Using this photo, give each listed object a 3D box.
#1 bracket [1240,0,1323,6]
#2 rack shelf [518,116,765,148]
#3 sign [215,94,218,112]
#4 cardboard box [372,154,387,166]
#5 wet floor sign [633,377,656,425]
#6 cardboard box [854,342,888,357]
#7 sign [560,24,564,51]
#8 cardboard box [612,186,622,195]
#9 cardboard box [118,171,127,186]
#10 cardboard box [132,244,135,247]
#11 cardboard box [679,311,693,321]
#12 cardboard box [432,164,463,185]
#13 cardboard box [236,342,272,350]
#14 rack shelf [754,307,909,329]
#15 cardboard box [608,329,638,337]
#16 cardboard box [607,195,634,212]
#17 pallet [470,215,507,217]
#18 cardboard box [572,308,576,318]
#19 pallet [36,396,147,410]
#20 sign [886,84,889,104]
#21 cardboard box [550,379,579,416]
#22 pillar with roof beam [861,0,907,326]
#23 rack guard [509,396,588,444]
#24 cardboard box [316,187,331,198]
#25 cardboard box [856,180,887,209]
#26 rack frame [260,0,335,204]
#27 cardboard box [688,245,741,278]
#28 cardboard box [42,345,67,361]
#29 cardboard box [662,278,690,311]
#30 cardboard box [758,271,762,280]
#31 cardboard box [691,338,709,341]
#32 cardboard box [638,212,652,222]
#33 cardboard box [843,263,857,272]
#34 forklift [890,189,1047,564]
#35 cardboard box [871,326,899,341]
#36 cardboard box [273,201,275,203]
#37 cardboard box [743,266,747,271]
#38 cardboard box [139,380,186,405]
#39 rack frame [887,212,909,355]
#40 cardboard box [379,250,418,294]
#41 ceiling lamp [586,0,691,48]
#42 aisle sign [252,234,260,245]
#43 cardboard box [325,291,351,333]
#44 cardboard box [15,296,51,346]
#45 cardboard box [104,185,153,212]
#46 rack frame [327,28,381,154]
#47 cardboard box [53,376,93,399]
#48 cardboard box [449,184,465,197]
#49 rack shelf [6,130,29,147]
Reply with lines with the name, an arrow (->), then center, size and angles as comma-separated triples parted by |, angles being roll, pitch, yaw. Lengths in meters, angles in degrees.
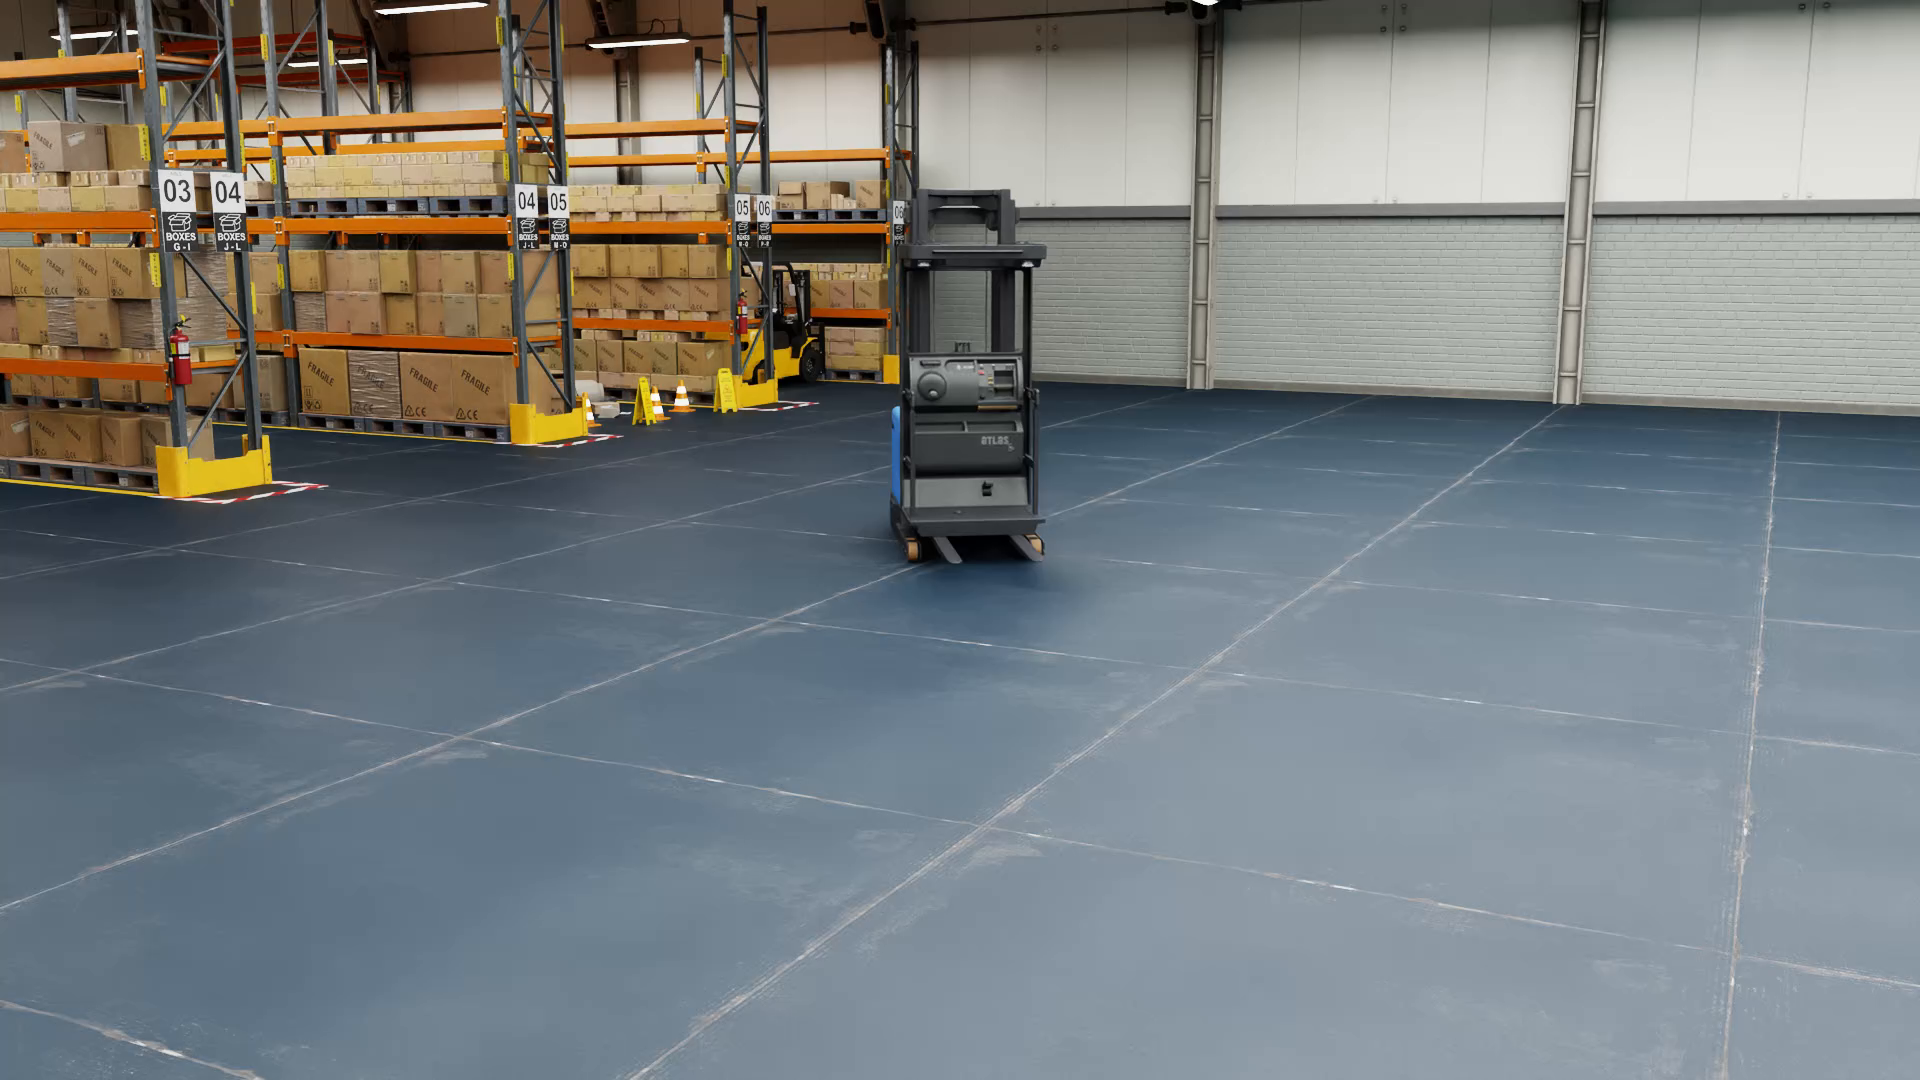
bracket -> 6.688, -8.527, 25.969 | 4.783, 0.066, 0.076 | 5, 11, 26
rack shelf -> -4.994, -6.332, 25.980 | 4.000, 0.370, 1.077 | 5, 11, 26
sign -> -13.733, -8.062, 30.664 | 0.005, 0.325, 0.100 | 5, 11, 26
cardboard box -> -7.347, -4.893, 21.426 | 0.250, 0.149, 0.380 | 5, 11, 26
wet floor sign -> -4.398, -1.935, 23.112 | 0.232, 0.644, 0.267 | 3, 11, 16
cardboard box -> -1.582, -3.460, 30.060 | 0.500, 0.250, 0.500 | 5, 11, 25
sign -> -5.049, -6.358, 21.023 | 0.005, 0.325, 0.100 | 5, 11, 26
cardboard box -> -5.219, -5.452, 25.976 | 0.250, 0.149, 0.380 | 5, 12, 27
cardboard box -> -8.154, -3.605, 16.608 | 0.250, 0.149, 0.380 | 5, 11, 24
cardboard box -> -15.262, -5.448, 31.001 | 0.250, 0.149, 0.380 | 5, 11, 25
cardboard box -> -4.127, -3.476, 25.719 | 0.250, 0.149, 0.380 | 5, 11, 25
cardboard box -> -6.311, -4.618, 21.026 | 0.500, 0.250, 0.500 | 5, 11, 26
cardboard box -> -12.557, -3.579, 30.370 | 0.875, 0.875, 0.875 | 5, 12, 27
rack shelf -> -2.801, -4.175, 30.896 | 4.000, 0.370, 1.077 | 5, 11, 26
cardboard box -> -6.435, -3.885, 32.764 | 0.625, 0.625, 0.875 | 5, 11, 23
cardboard box -> -5.150, -5.244, 25.944 | 0.500, 0.250, 0.500 | 5, 11, 26
pallet -> -7.294, -5.343, 27.433 | 1.003, 0.211, 1.213 | 5, 11, 26
cardboard box -> -6.146, -3.666, 26.770 | 0.250, 0.149, 0.380 | 5, 11, 26
pallet -> -13.175, -2.100, 25.240 | 1.213, 0.211, 1.003 | 5, 11, 26
sign -> -1.260, -7.737, 28.864 | 0.005, 0.325, 0.100 | 5, 11, 26
cardboard box -> -5.896, -2.084, 24.332 | 0.637, 0.503, 0.797 | -2, 11, -14
pillar with roof beam -> -3.138, -6.835, 26.727 | 0.548, 9.000, 9.100 | 5, 11, 26
rack guard -> -5.279, -1.548, 21.380 | 0.348, 0.500, 1.175 | 5, 11, 26
cardboard box -> -8.255, -4.580, 21.938 | 0.250, 0.149, 0.380 | 5, 11, 26
cardboard box -> -1.512, -6.148, 29.617 | 0.500, 0.500, 0.500 | 5, 12, 28
rack frame -> -8.887, -6.047, 22.375 | 0.127, 3.000, 1.000 | 5, 11, 26
cardboard box -> -3.755, -4.271, 25.485 | 0.500, 0.500, 0.700 | 5, 11, 24
cardboard box -> -9.324, -1.963, 17.359 | 0.250, 0.149, 0.380 | 5, 11, 26
cardboard box -> -4.256, -3.813, 25.759 | 0.500, 0.500, 0.500 | 5, 11, 26
cardboard box -> -3.523, -4.899, 30.777 | 0.250, 0.149, 0.380 | 5, 11, 25
cardboard box -> -4.294, -2.951, 26.549 | 0.500, 0.500, 0.500 | 5, 11, 24
cardboard box -> -4.780, -5.020, 25.825 | 0.250, 0.149, 0.380 | 5, 11, 24
cardboard box -> -1.904, -4.912, 30.008 | 0.250, 0.149, 0.380 | 5, 12, 27
forklift -> 0.079, -1.332, 13.359 | 1.130, 2.935, 3.031 | -1, 10, -7
cardboard box -> -1.355, -3.785, 30.456 | 0.500, 0.250, 0.500 | 5, 11, 25
cardboard box -> -11.765, -5.878, 29.061 | 0.258, 0.266, 0.396 | 5, 11, 24
cardboard box -> -3.933, -5.104, 31.072 | 0.250, 0.149, 0.380 | 5, 11, 25
cardboard box -> -11.183, -2.379, 24.091 | 0.750, 0.750, 1.050 | 5, 11, 27
rack frame -> -1.008, -4.371, 29.961 | 0.127, 3.000, 1.000 | 5, 11, 26
cardboard box -> -7.125, -3.536, 21.891 | 0.500, 0.550, 0.875 | 5, 11, 26
ceiling lamp -> -5.443, -10.149, 28.649 | 2.000, 3.185, 0.800 | 5, 11, 26
aisle sign -> -15.547, -6.870, 36.467 | 0.004, 0.787, 0.394 | 5, 11, 26
cardboard box -> -8.048, -3.102, 22.526 | 0.550, 0.550, 0.875 | 5, 11, 26
cardboard box -> -9.441, -2.347, 17.658 | 0.500, 0.500, 0.875 | 5, 11, 26
cardboard box -> -8.130, -3.395, 16.566 | 0.500, 0.250, 0.500 | 5, 12, 27
rack frame -> -10.375, -7.161, 28.528 | 0.127, 3.000, 1.000 | 5, 11, 26
cardboard box -> -13.180, -2.397, 24.892 | 0.500, 0.500, 0.500 | 5, 11, 26
cardboard box -> -6.204, -4.400, 20.944 | 0.250, 0.149, 0.380 | 5, 11, 27
rack shelf -> -14.268, -5.969, 25.087 | 4.000, 0.370, 1.077 | 5, 11, 26
